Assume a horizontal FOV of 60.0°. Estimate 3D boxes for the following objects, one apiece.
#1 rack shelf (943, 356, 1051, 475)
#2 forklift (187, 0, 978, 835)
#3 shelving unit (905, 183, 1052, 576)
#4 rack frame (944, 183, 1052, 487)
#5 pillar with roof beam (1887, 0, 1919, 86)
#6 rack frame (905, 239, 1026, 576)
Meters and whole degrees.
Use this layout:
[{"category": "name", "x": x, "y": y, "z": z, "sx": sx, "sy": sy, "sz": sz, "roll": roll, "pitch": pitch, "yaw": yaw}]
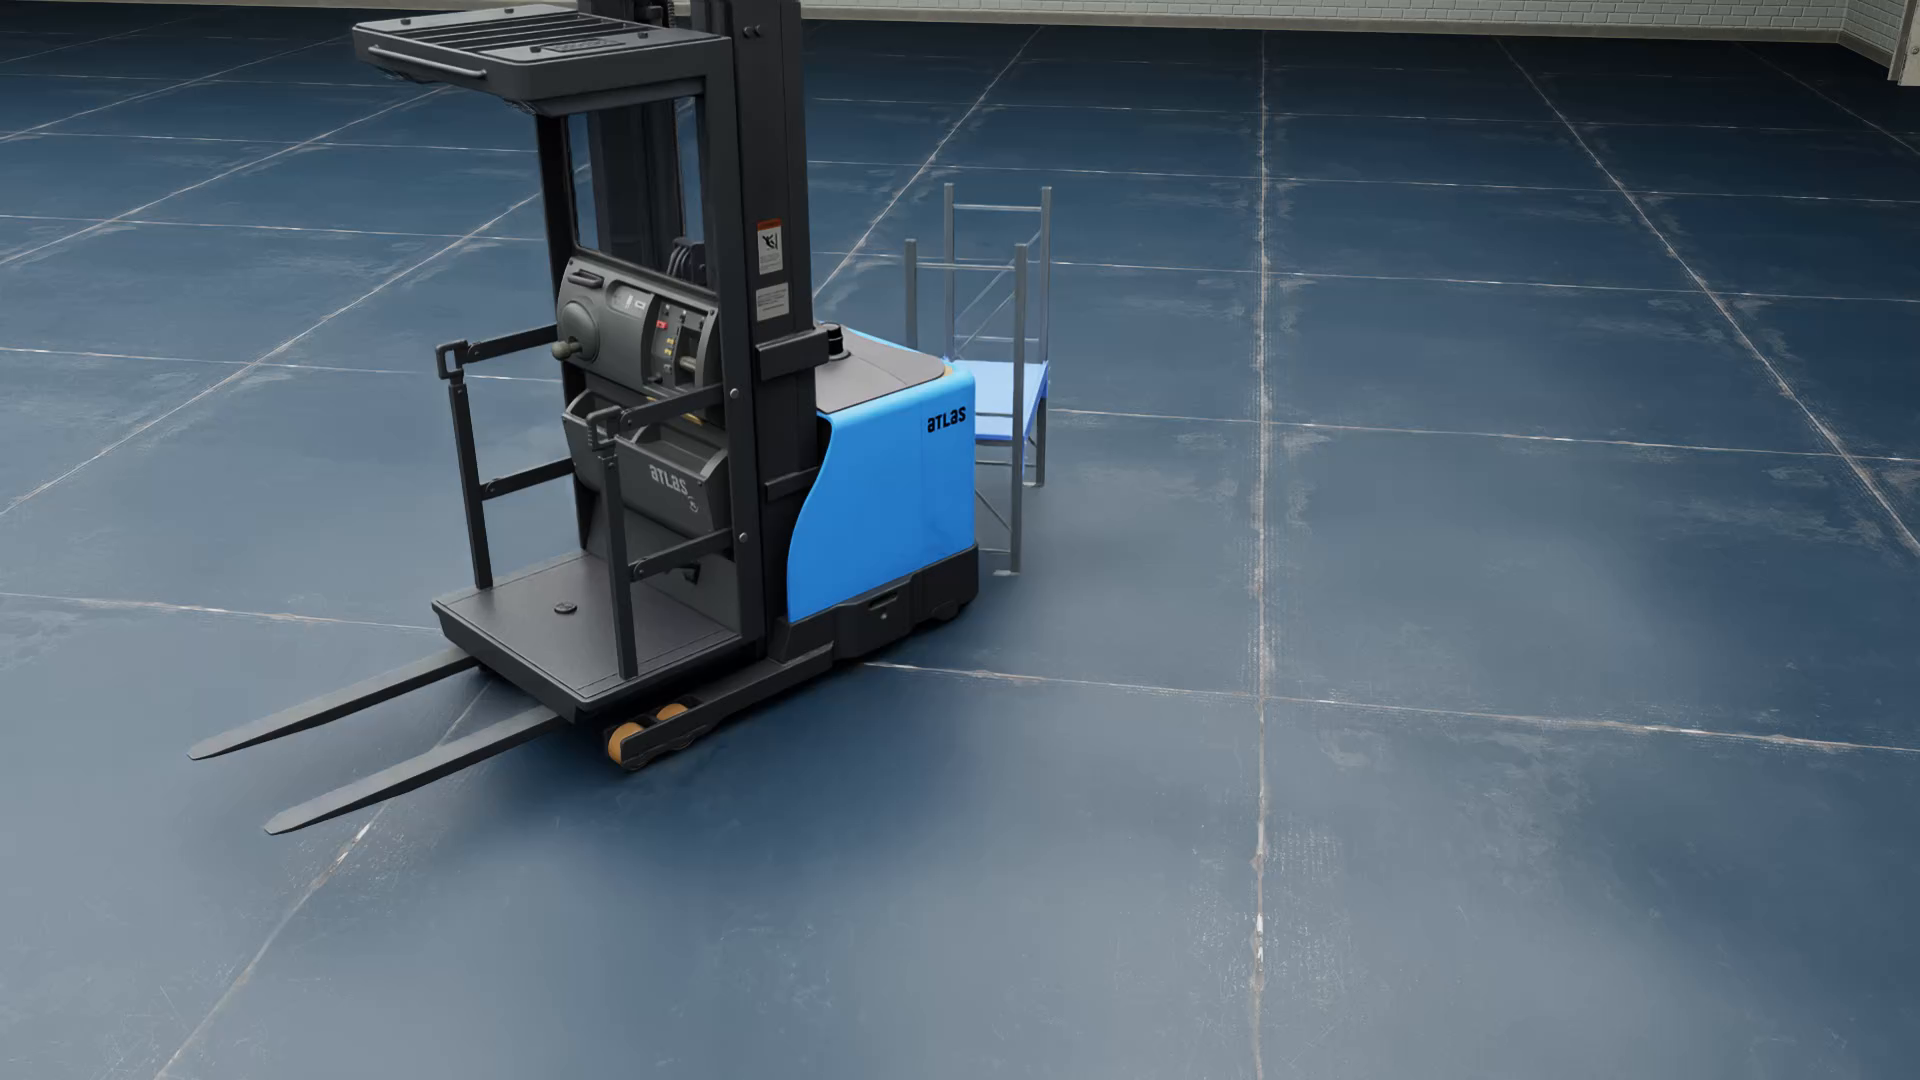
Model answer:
[{"category": "rack shelf", "x": 0.099, "y": -0.591, "z": 7.669, "sx": 0.538, "sy": 0.185, "sz": 1.000, "roll": 4, "pitch": 25, "yaw": 8}, {"category": "forklift", "x": -1.327, "y": -0.747, "z": 5.889, "sx": 3.031, "sy": 2.935, "sz": 1.130, "roll": -23, "pitch": 33, "yaw": -39}, {"category": "shelving unit", "x": 0.099, "y": -0.754, "z": 7.592, "sx": 0.538, "sy": 1.500, "sz": 1.048, "roll": 4, "pitch": 25, "yaw": 8}, {"category": "rack frame", "x": 0.175, "y": -0.967, "z": 8.047, "sx": 0.500, "sy": 1.500, "sz": 0.032, "roll": 4, "pitch": 25, "yaw": 8}, {"category": "pillar with roof beam", "x": 6.461, "y": -9.542, "z": 17.522, "sx": 9.100, "sy": 9.000, "sz": 0.400, "roll": 4, "pitch": 25, "yaw": 9}, {"category": "rack frame", "x": 0.022, "y": -0.541, "z": 7.137, "sx": 0.500, "sy": 1.500, "sz": 0.032, "roll": 4, "pitch": 25, "yaw": 8}]
